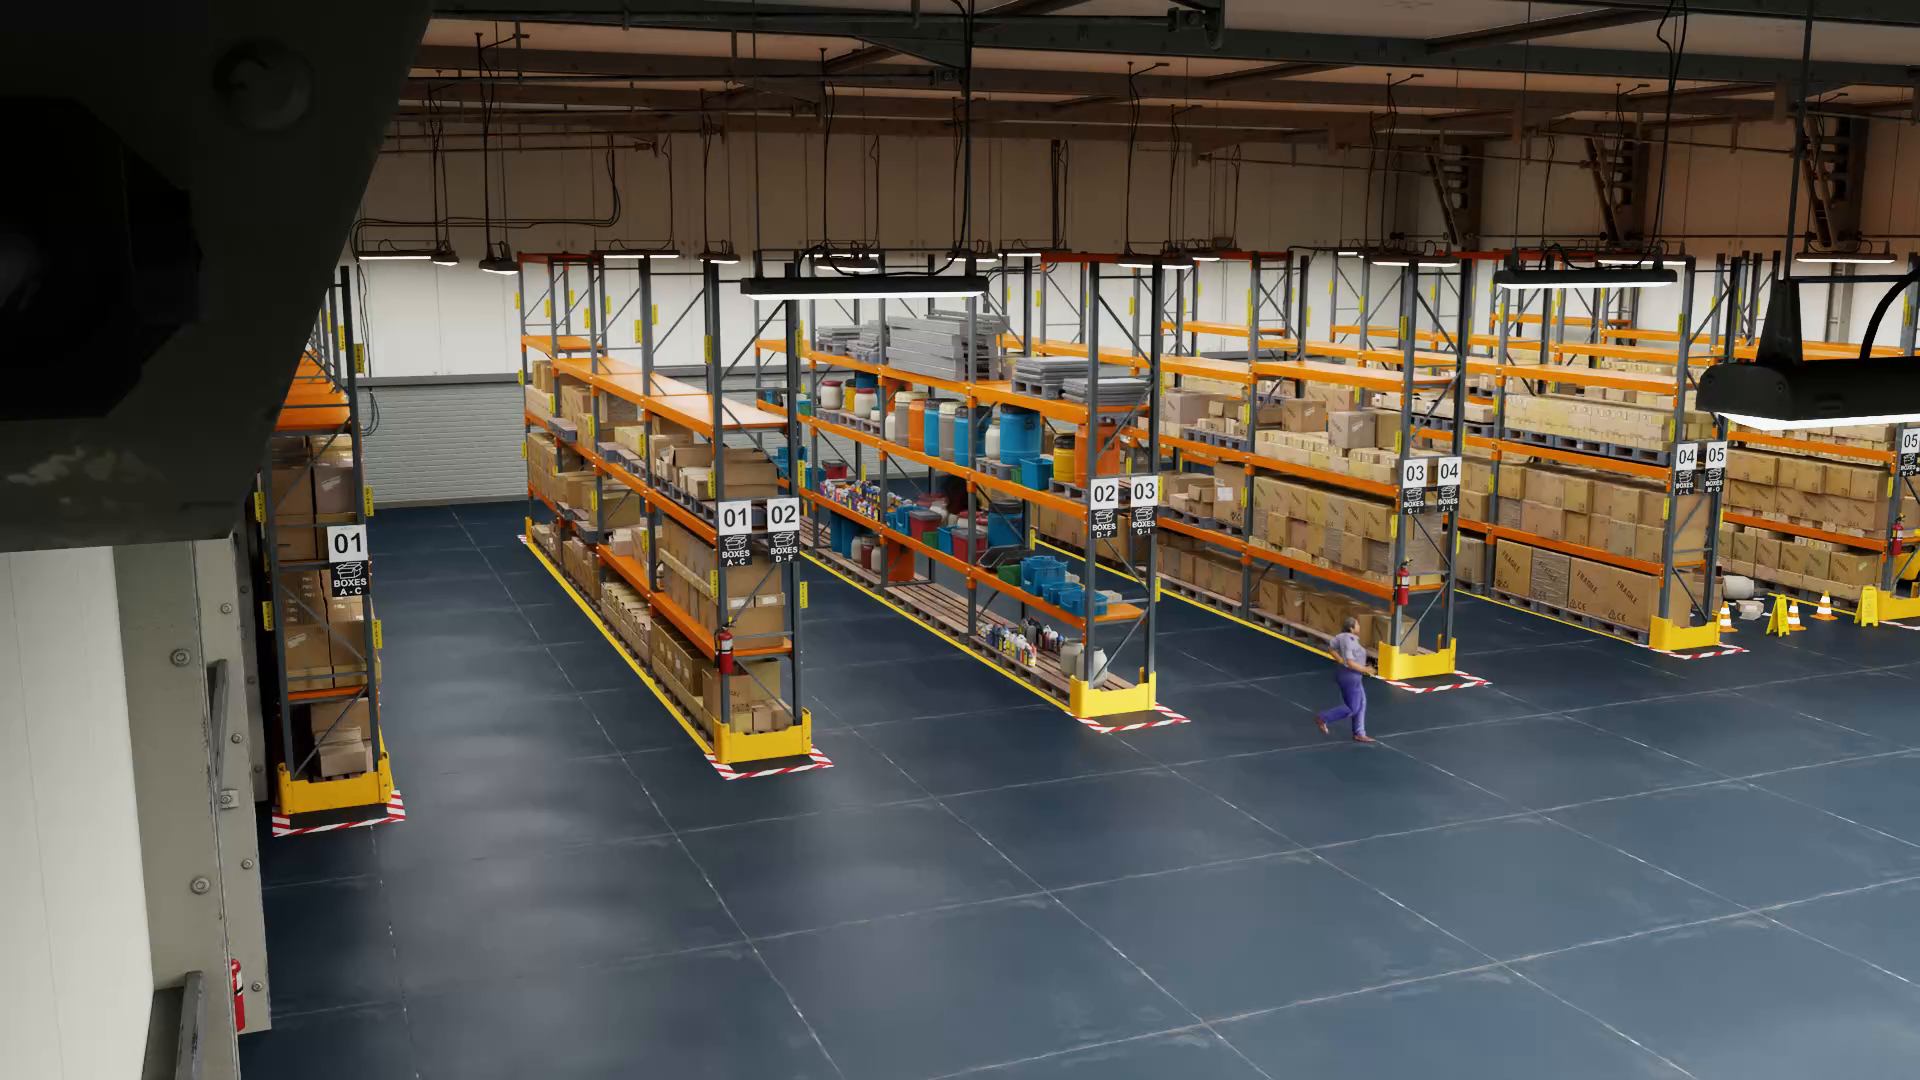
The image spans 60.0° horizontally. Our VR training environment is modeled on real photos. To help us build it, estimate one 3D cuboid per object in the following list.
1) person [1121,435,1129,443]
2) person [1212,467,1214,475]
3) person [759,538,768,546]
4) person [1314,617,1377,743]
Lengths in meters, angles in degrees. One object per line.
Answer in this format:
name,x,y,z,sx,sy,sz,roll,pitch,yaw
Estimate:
person,4.029,-2.021,41.325,0.822,1.708,0.792,-3,11,-15
person,6.410,-1.977,41.063,0.768,1.821,0.663,10,14,43
person,-3.705,-0.187,31.453,0.627,1.680,0.656,-4,11,-22
person,4.860,1.769,20.942,0.823,1.646,0.607,0,10,-2
